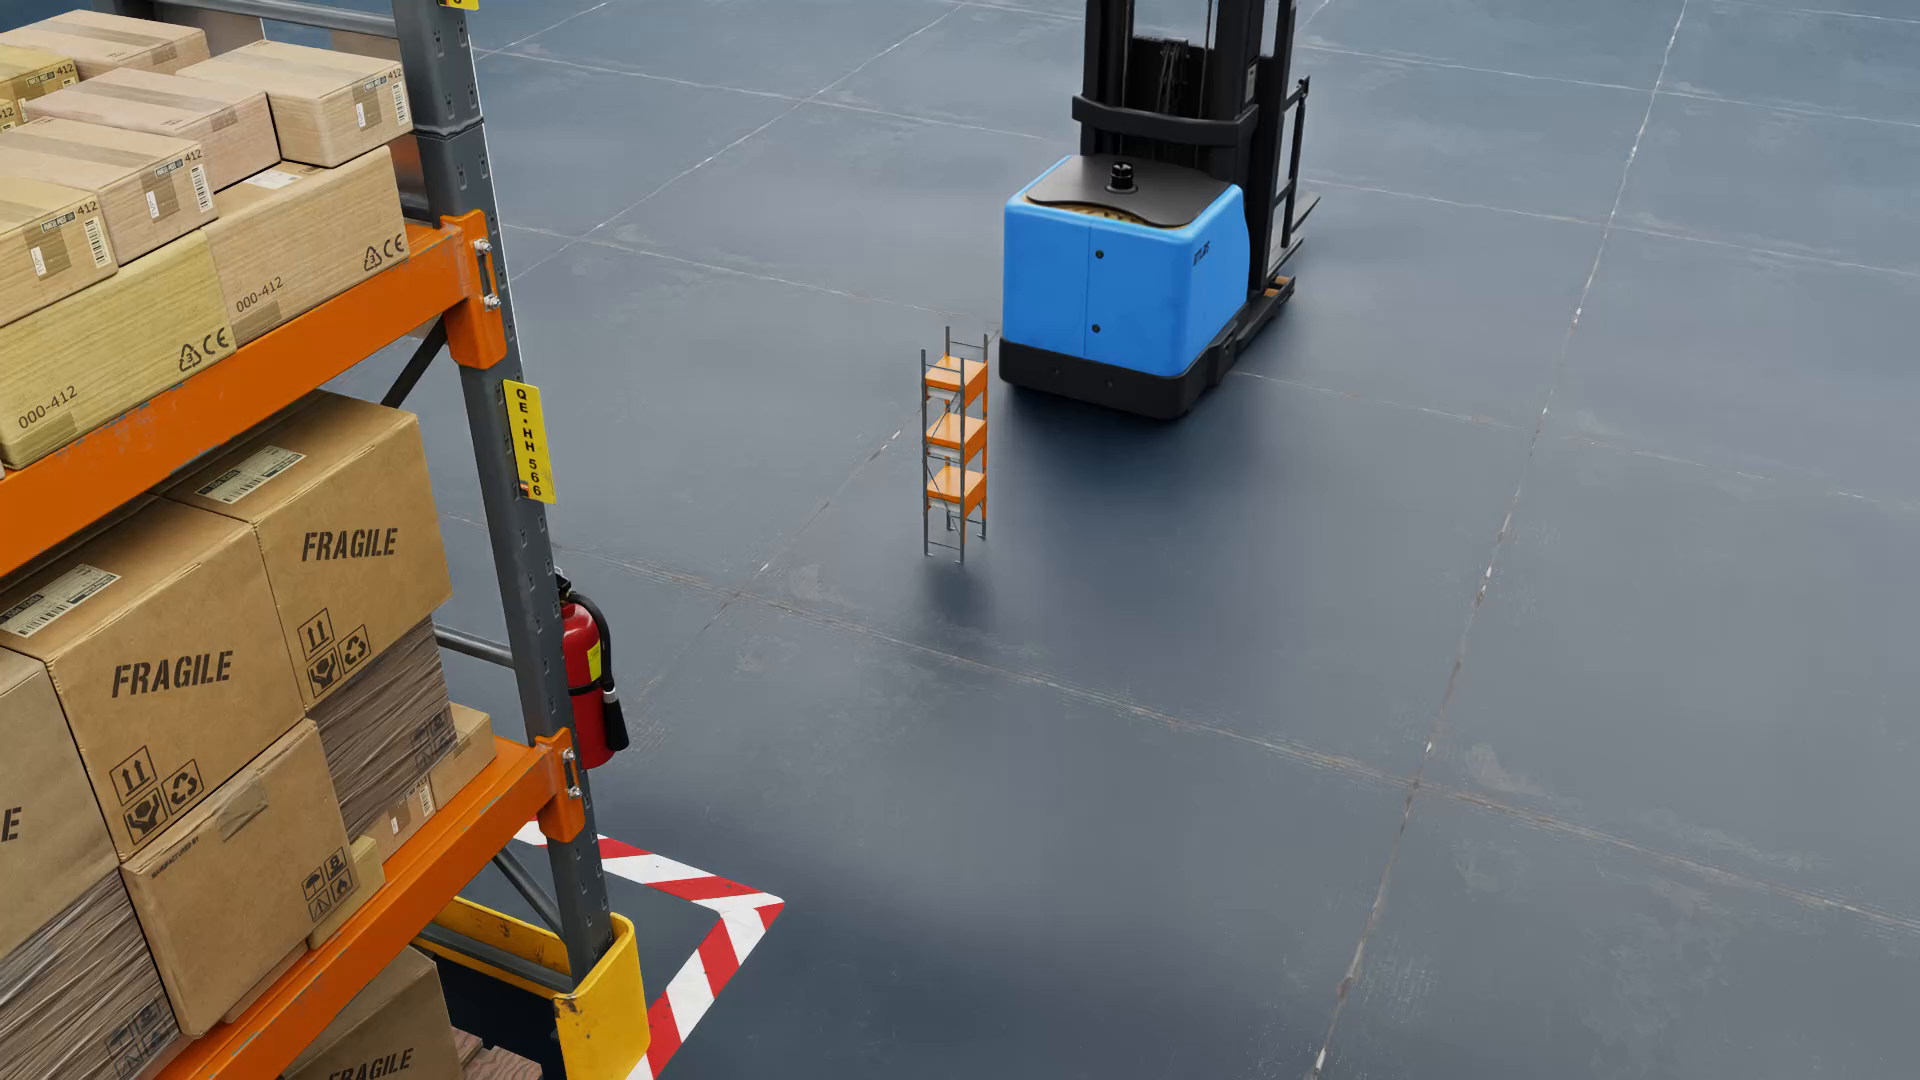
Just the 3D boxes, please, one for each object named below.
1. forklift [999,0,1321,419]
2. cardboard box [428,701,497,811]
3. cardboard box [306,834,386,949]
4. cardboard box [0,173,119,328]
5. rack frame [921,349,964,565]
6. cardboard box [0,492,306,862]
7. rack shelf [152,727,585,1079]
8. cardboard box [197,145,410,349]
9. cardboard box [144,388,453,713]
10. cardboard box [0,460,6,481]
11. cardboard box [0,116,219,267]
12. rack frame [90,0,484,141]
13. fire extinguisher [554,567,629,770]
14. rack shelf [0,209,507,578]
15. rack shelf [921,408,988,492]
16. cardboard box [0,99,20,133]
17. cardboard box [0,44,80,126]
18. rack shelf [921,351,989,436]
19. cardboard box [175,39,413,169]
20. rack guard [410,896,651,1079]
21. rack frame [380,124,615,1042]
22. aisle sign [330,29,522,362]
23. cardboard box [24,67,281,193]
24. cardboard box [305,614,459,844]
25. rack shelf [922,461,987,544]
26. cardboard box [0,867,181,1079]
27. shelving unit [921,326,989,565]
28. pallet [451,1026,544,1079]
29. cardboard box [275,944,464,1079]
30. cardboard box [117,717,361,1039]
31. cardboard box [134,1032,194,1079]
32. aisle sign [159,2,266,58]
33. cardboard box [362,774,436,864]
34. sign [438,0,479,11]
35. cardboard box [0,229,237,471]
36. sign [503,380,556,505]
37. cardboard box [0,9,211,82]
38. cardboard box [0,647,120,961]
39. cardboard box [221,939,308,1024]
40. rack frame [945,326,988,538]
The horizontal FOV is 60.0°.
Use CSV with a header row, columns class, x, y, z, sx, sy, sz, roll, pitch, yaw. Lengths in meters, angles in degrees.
class,x,y,z,sx,sy,sz,roll,pitch,yaw
forklift,1.338,-2.635,9.095,1.130,2.935,3.031,16,36,23
cardboard box,-1.469,0.539,4.421,0.380,0.149,0.250,14,36,20
cardboard box,-1.632,0.800,4.024,0.380,0.149,0.250,14,36,20
cardboard box,-1.683,-0.509,2.828,0.380,0.149,0.250,14,36,21
rack frame,-0.073,-0.352,7.329,0.200,1.050,0.008,14,36,20
cardboard box,-1.746,0.241,3.372,0.500,0.500,0.500,14,36,20
rack shelf,-2.374,1.542,3.319,1.077,0.370,4.000,14,36,20
cardboard box,-1.508,-0.648,3.405,0.500,0.250,0.500,15,36,22
cardboard box,-1.543,-0.009,3.754,0.500,0.500,0.500,14,36,20
cardboard box,-1.936,-0.146,2.638,0.500,0.250,0.500,15,36,22
cardboard box,-1.600,-0.640,3.027,0.380,0.149,0.250,13,35,18
rack frame,-1.537,-2.264,2.996,1.000,3.000,0.127,14,36,20
fire extinguisher,-1.070,0.326,4.588,0.296,0.674,0.183,14,36,20
rack shelf,-2.374,0.287,2.497,1.077,0.370,4.000,14,36,20
rack shelf,-0.022,-0.404,7.427,0.215,0.259,0.240,14,36,20
cardboard box,-2.052,-0.768,3.224,0.380,0.149,0.250,14,36,20
cardboard box,-2.058,-0.923,3.459,0.380,0.149,0.250,15,36,22
rack shelf,-0.022,-0.641,7.272,0.215,0.259,0.240,14,36,20
cardboard box,-1.370,-0.904,3.430,0.380,0.149,0.250,14,36,20
rack guard,-1.569,1.328,5.269,1.175,0.500,0.348,14,36,20
rack frame,-1.537,0.245,4.641,1.000,3.000,0.127,14,36,20
aisle sign,-1.238,-0.804,3.870,0.394,0.787,0.004,14,36,20
cardboard box,-1.585,-0.801,3.274,0.380,0.149,0.250,13,35,19
cardboard box,-1.792,0.346,4.124,0.875,0.500,0.500,14,36,20
rack shelf,-0.022,-0.171,7.580,0.215,0.259,0.240,14,36,20
cardboard box,-2.141,0.862,3.338,0.875,0.500,0.500,14,36,20
shelving unit,-0.022,-0.412,7.421,0.215,1.050,0.252,14,36,20
pallet,-1.941,1.845,4.743,1.003,0.211,1.213,14,36,20
cardboard box,-1.813,1.422,4.743,0.500,0.500,0.500,21,39,29
cardboard box,-1.892,0.623,3.702,0.875,0.500,0.500,14,36,20
cardboard box,-1.892,1.036,3.664,0.380,0.149,0.250,14,36,20
aisle sign,-1.783,-0.942,4.080,0.394,0.787,0.004,14,36,20
cardboard box,-1.574,0.664,4.232,0.380,0.149,0.250,14,36,20
sign,-1.041,-1.242,3.366,0.100,0.325,0.005,14,36,20
cardboard box,-1.714,-0.399,3.024,0.500,0.250,0.500,14,36,21
sign,-1.041,-0.234,4.027,0.100,0.325,0.005,14,36,20
cardboard box,-1.862,-1.029,3.622,0.380,0.149,0.250,14,36,20
cardboard box,-1.958,0.490,2.993,0.500,0.500,0.500,14,36,20
cardboard box,-1.750,0.921,3.839,0.380,0.149,0.250,14,36,20
rack frame,0.029,-0.473,7.514,0.200,1.050,0.008,14,36,20
